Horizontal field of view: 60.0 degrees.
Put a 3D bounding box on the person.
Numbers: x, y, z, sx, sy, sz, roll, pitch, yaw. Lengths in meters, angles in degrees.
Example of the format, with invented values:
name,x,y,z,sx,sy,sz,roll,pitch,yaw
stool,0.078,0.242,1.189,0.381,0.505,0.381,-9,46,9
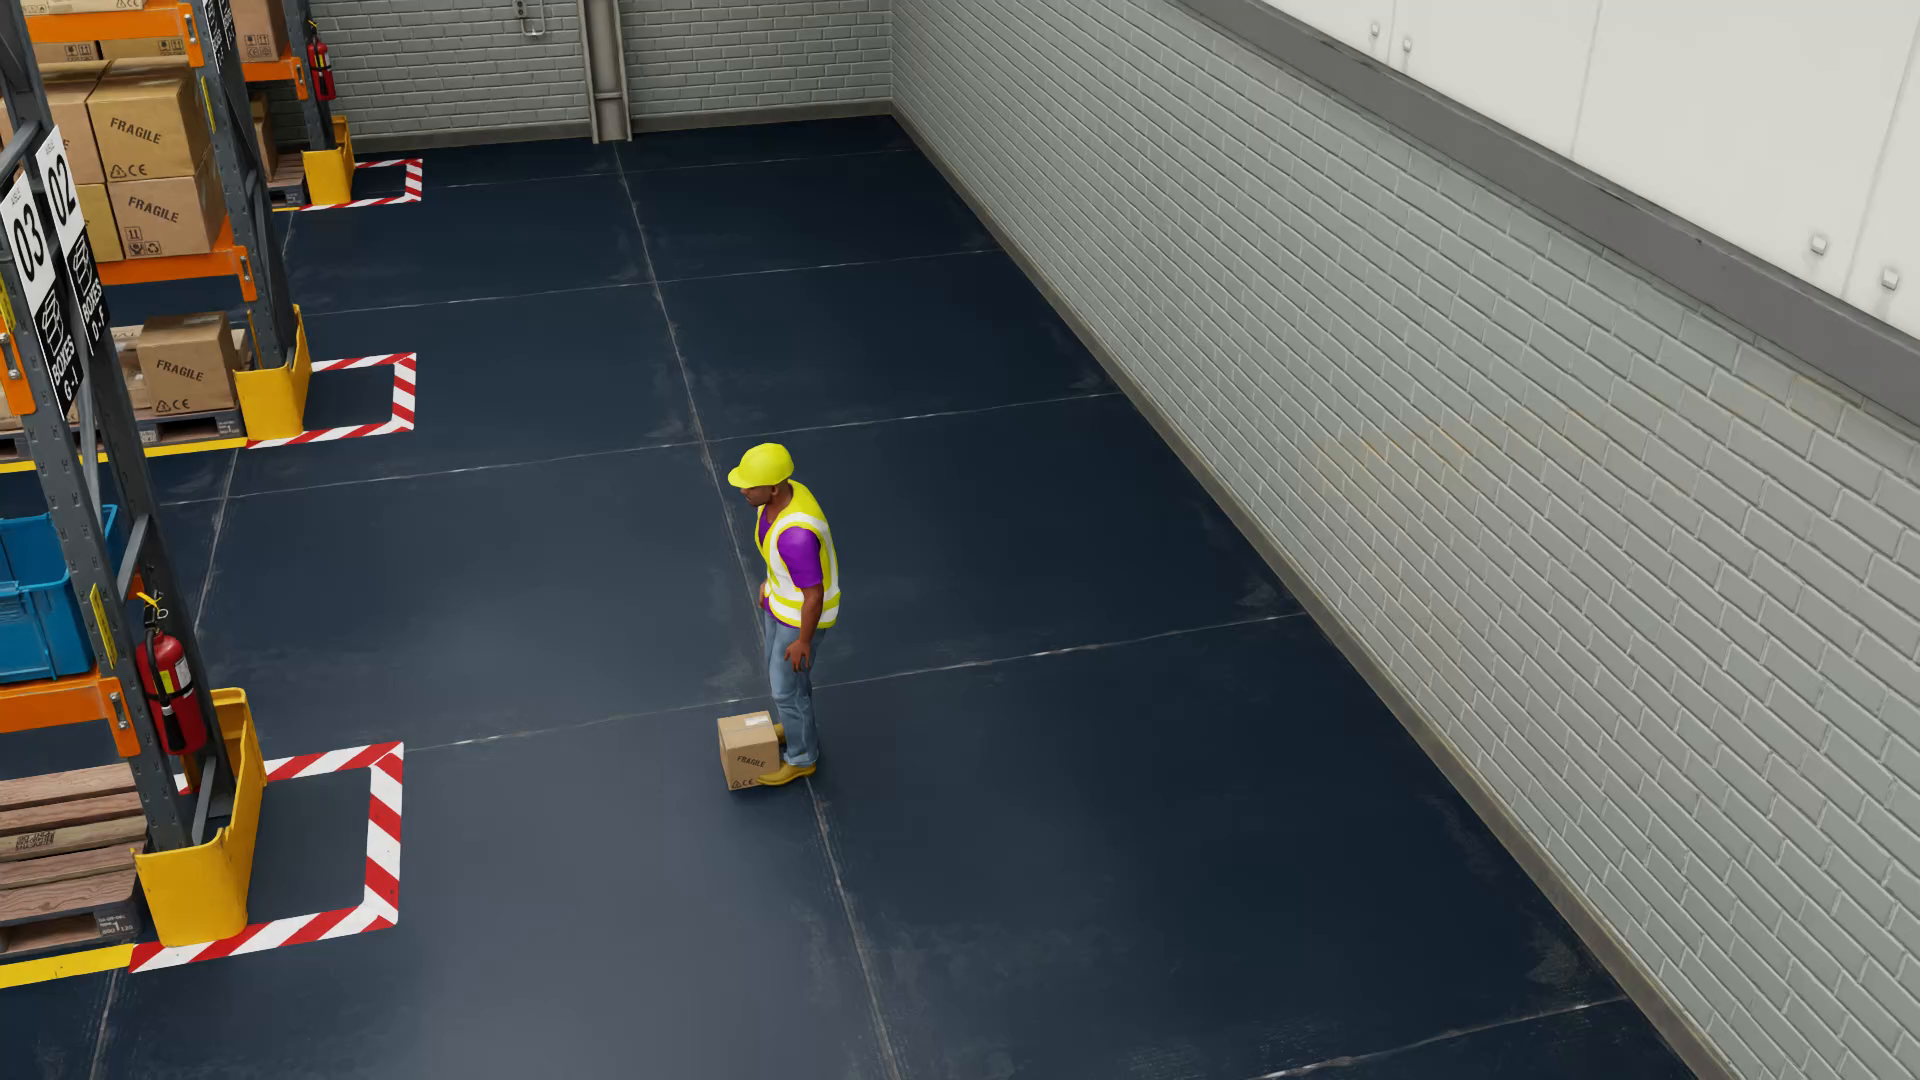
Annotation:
name,x,y,z,sx,sy,sz,roll,pitch,yaw
person,-0.794,0.327,7.662,0.461,1.755,0.630,-10,31,-16
